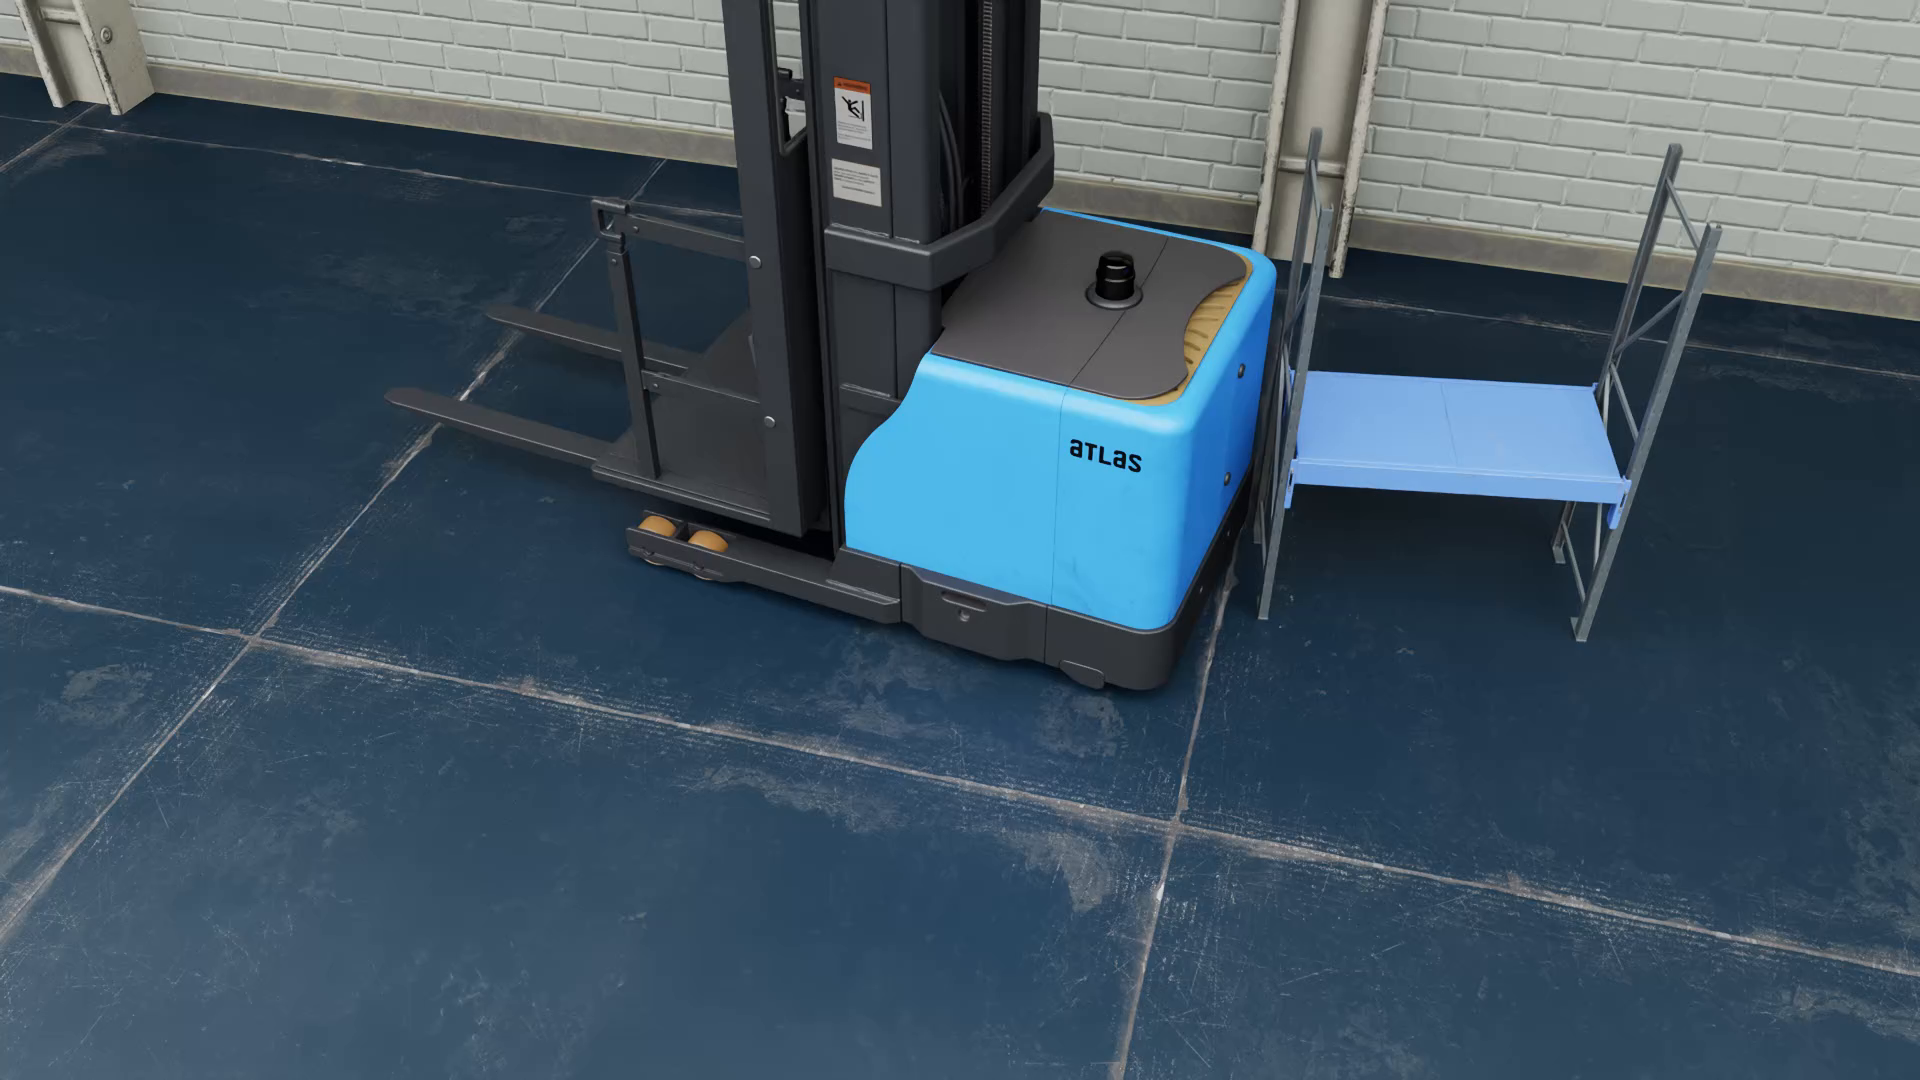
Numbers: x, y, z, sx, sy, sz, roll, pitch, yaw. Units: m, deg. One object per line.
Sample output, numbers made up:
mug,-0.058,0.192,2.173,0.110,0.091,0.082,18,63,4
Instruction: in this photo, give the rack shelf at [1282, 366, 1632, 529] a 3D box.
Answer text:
rack shelf,1.521,-0.300,5.221,1.000,0.185,0.538,4,40,5

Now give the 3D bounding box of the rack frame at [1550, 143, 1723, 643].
rack frame,2.027,-0.405,5.065,0.032,1.500,0.500,4,40,5

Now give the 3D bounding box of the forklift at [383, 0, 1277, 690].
forklift,-0.571,-1.282,4.997,3.031,2.935,1.130,16,42,18

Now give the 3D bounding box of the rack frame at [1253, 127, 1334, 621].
rack frame,1.015,-0.472,5.145,0.032,1.500,0.500,4,40,5

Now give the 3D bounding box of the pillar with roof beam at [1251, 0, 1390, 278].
pillar with roof beam,0.362,-2.013,1.150,0.400,9.000,9.100,10,41,11

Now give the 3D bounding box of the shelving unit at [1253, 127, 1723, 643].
shelving unit,1.521,-0.438,5.105,1.048,1.500,0.538,4,40,5

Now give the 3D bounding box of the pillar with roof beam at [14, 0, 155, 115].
pillar with roof beam,-5.434,-3.010,2.337,0.400,9.000,9.100,10,41,11
